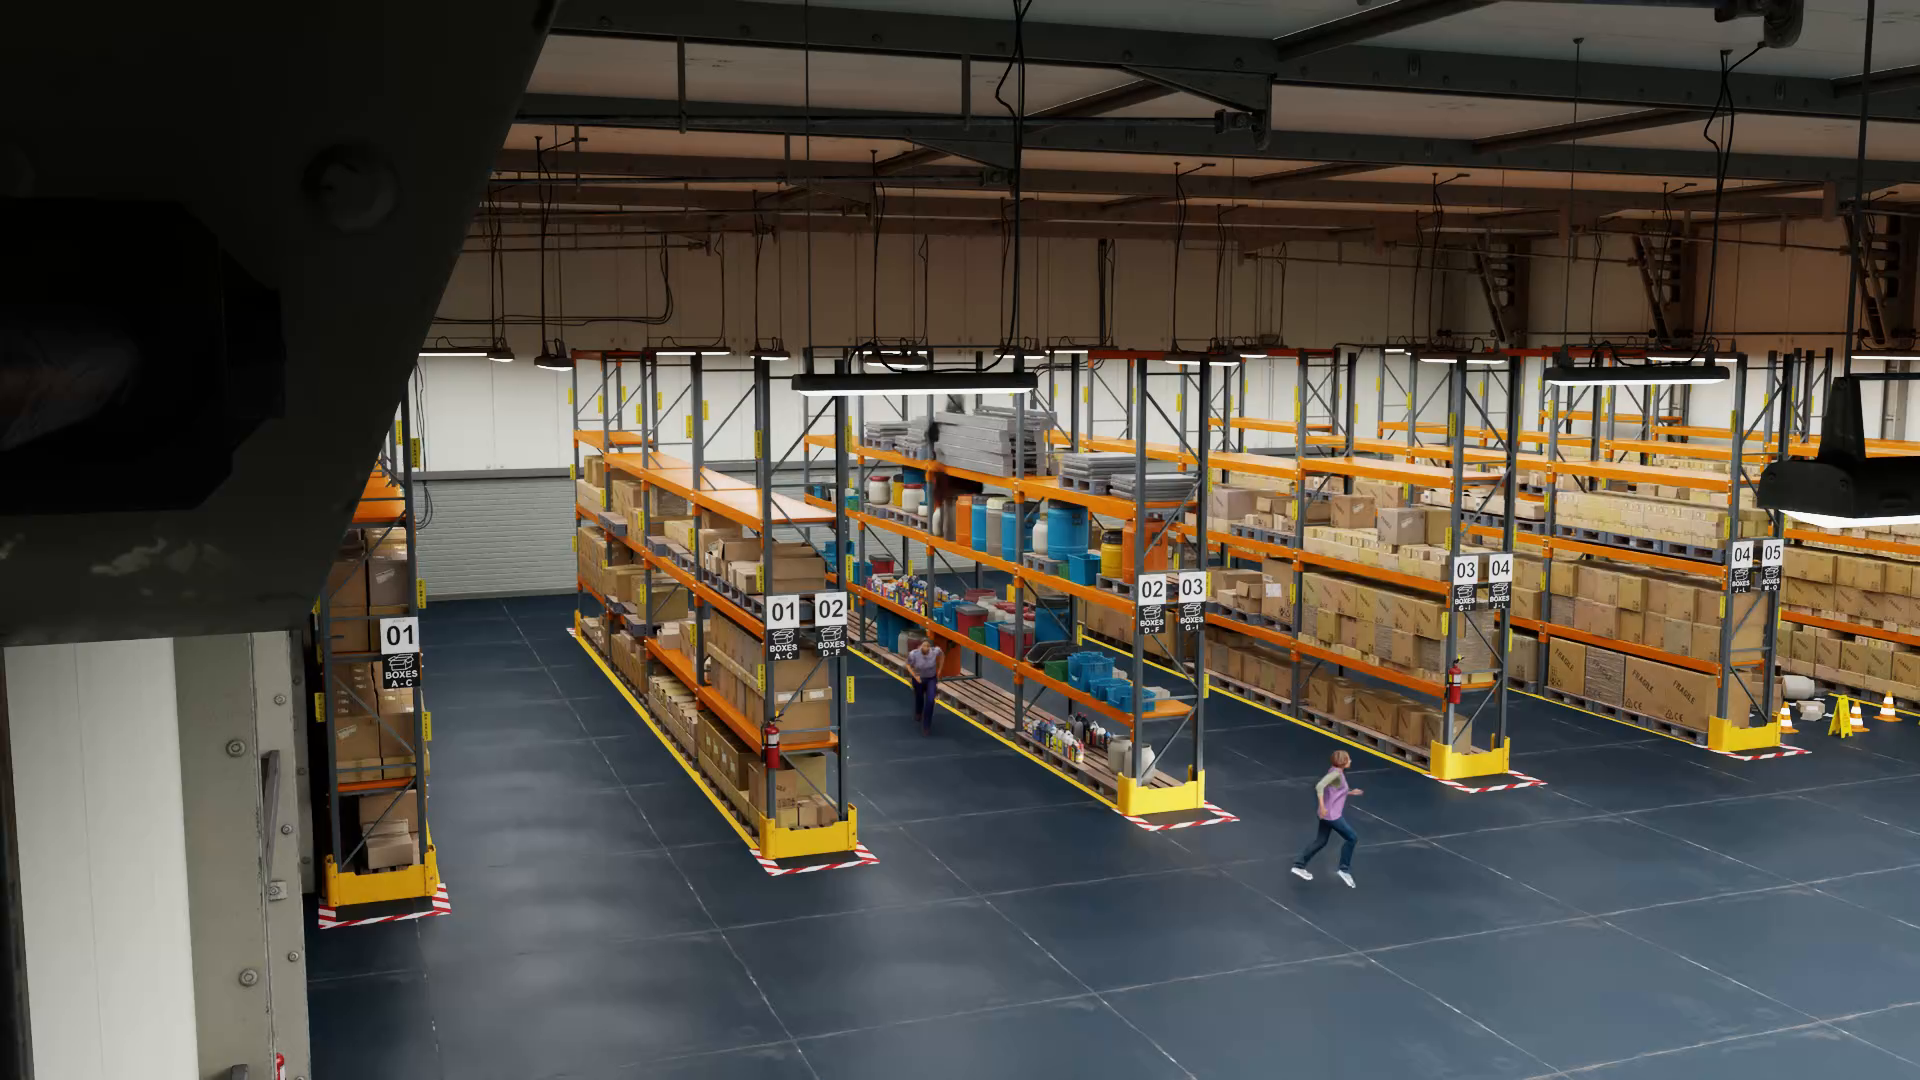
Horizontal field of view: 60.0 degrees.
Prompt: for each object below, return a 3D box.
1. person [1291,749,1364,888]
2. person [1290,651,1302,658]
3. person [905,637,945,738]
[{"bbox_3d":[4.207,3.204,19.026,0.795,1.592,0.556,1,7,6],"label":"person"},{"bbox_3d":[6.584,1.513,32.220,0.556,1.626,0.523,-3,8,-22],"label":"person"},{"bbox_3d":[-0.573,2.285,26.543,0.641,1.612,0.975,-1,7,-9],"label":"person"}]
